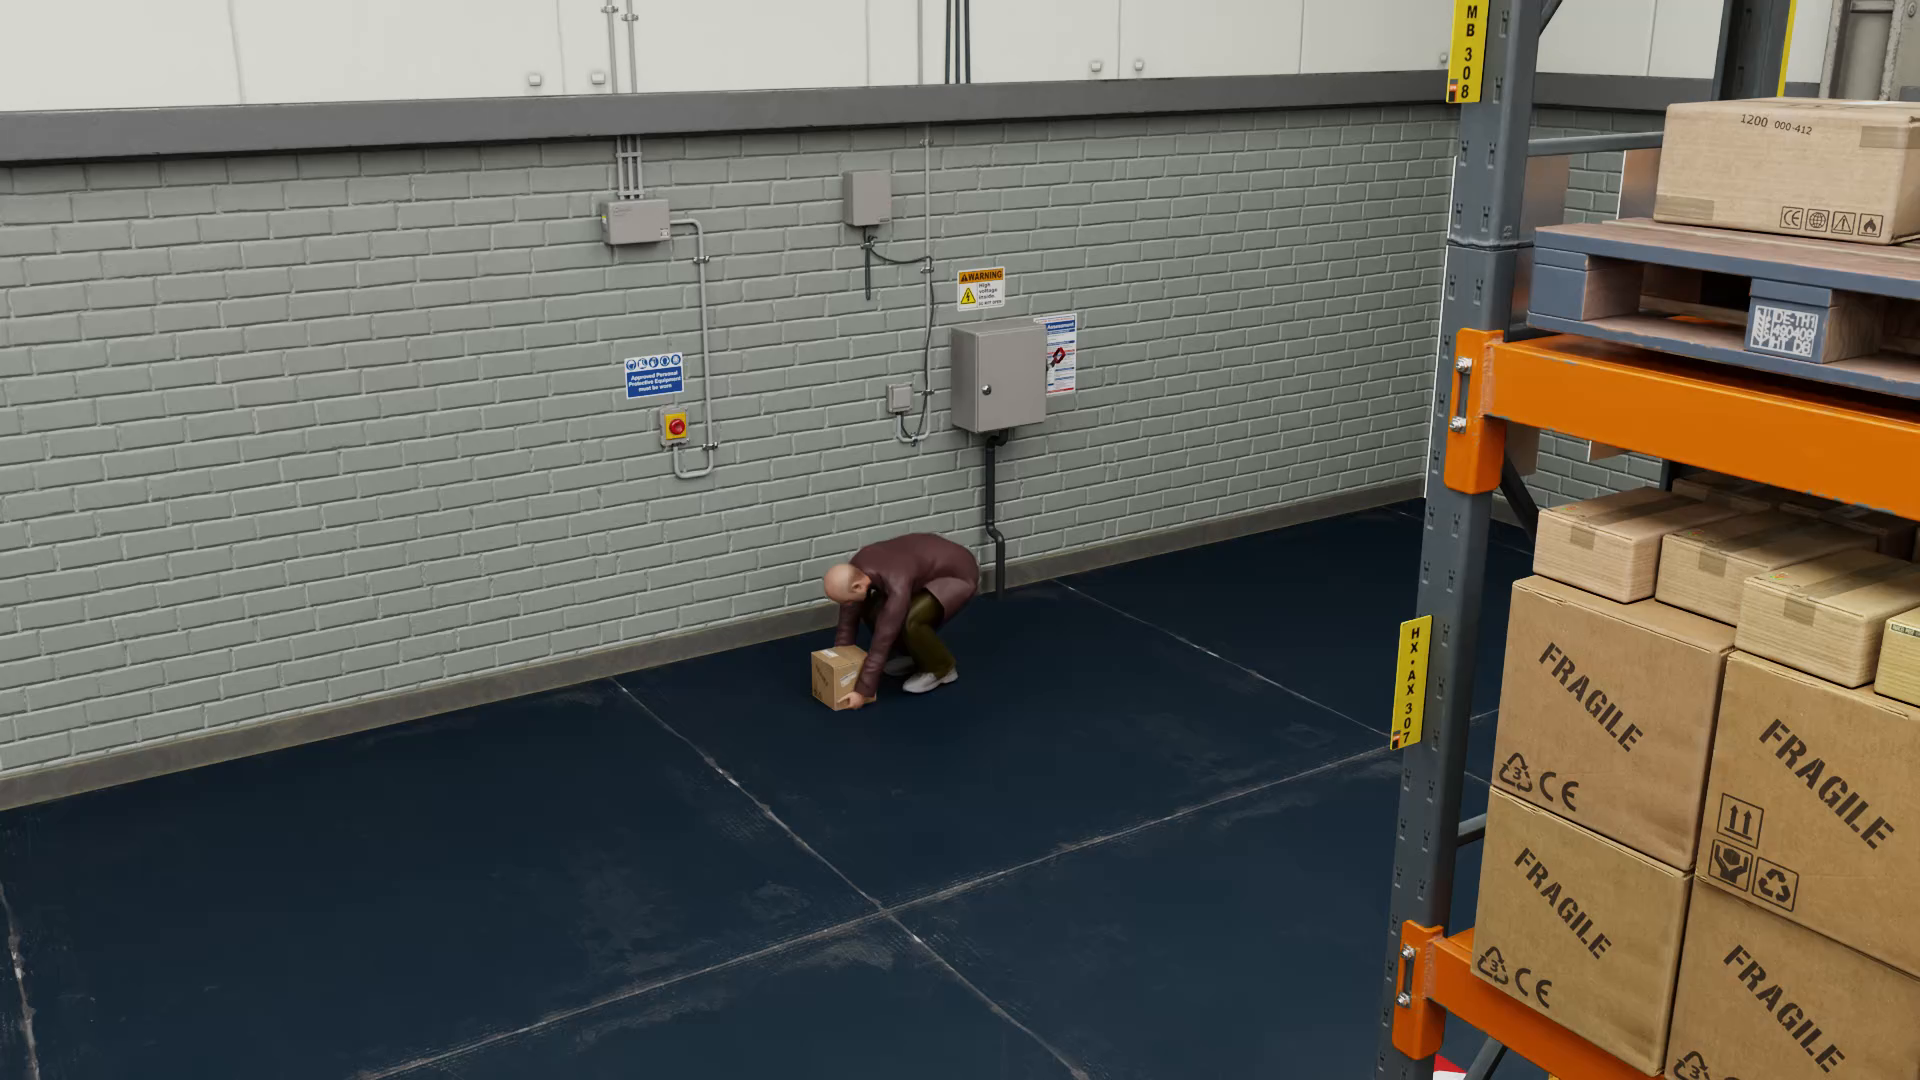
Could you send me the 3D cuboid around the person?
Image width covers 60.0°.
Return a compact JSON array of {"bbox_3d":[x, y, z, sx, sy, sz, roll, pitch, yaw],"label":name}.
[{"bbox_3d":[-0.198,-0.089,8.839,0.556,1.777,0.582,-11,21,-32],"label":"person"}]
